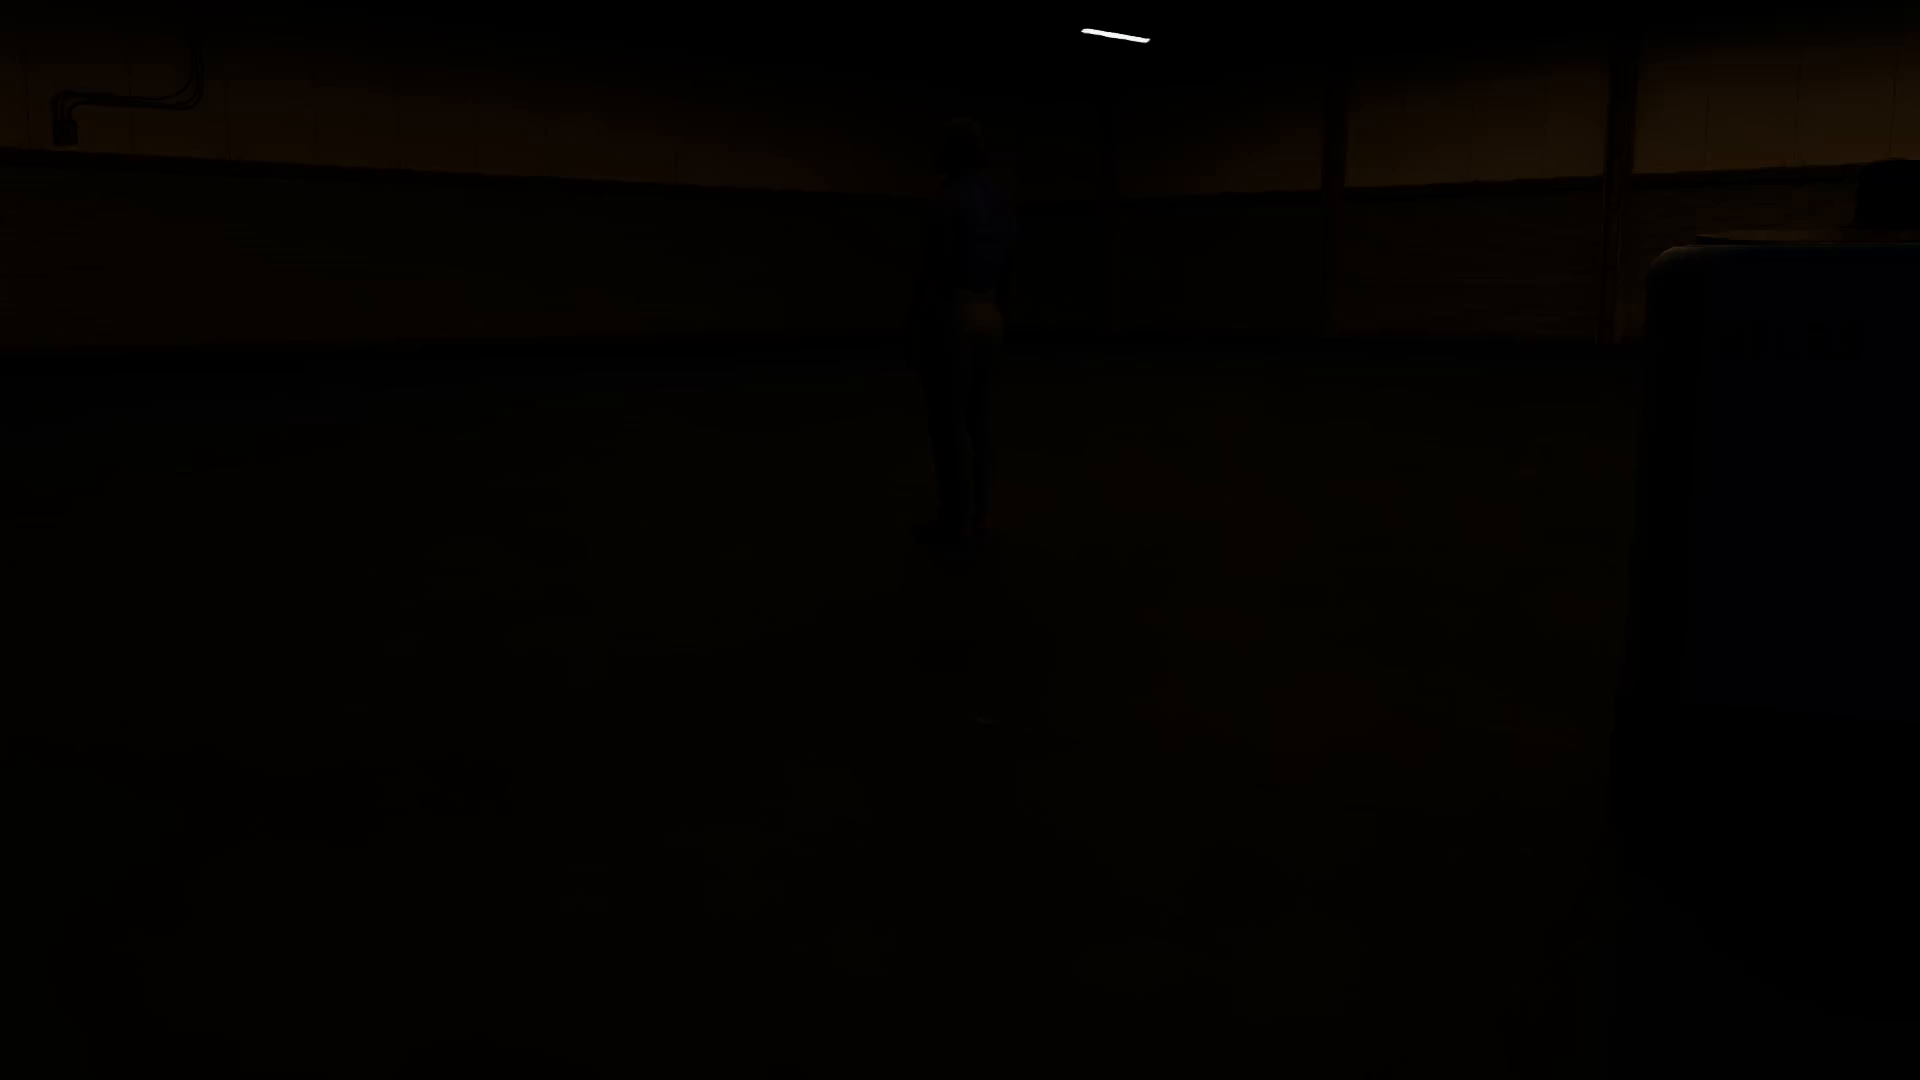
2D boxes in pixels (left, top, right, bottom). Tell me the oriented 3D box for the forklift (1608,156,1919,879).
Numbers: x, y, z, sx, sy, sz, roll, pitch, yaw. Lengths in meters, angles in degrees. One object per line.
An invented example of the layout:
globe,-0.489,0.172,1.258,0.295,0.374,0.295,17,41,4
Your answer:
forklift,2.707,-0.851,2.522,3.031,2.935,1.130,4,9,24

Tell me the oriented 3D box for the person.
person,-0.050,-0.836,6.667,0.503,1.654,0.570,8,12,43
